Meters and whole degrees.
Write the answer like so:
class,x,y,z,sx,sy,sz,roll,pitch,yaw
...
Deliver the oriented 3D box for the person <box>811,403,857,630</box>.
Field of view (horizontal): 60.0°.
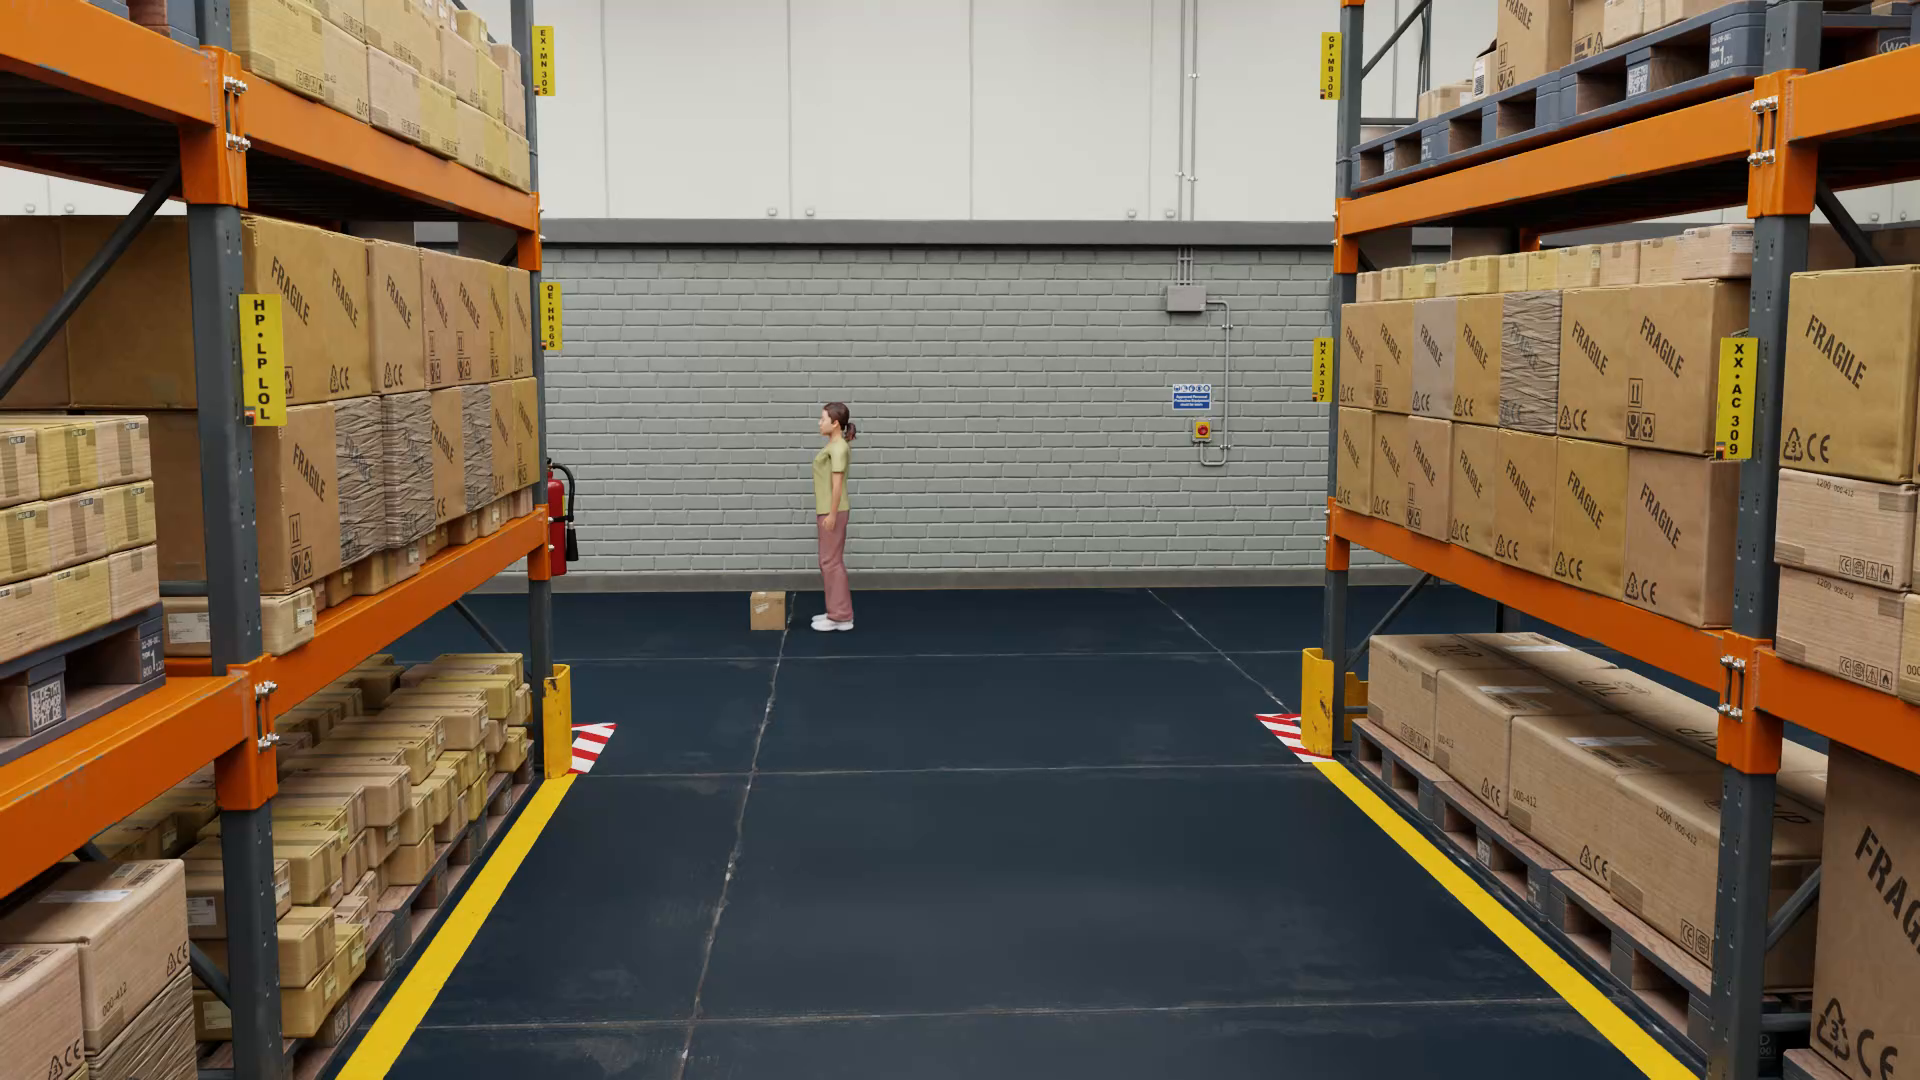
class,x,y,z,sx,sy,sz,roll,pitch,yaw
person,-0.926,-0.179,12.272,0.357,1.667,0.438,0,7,-2
